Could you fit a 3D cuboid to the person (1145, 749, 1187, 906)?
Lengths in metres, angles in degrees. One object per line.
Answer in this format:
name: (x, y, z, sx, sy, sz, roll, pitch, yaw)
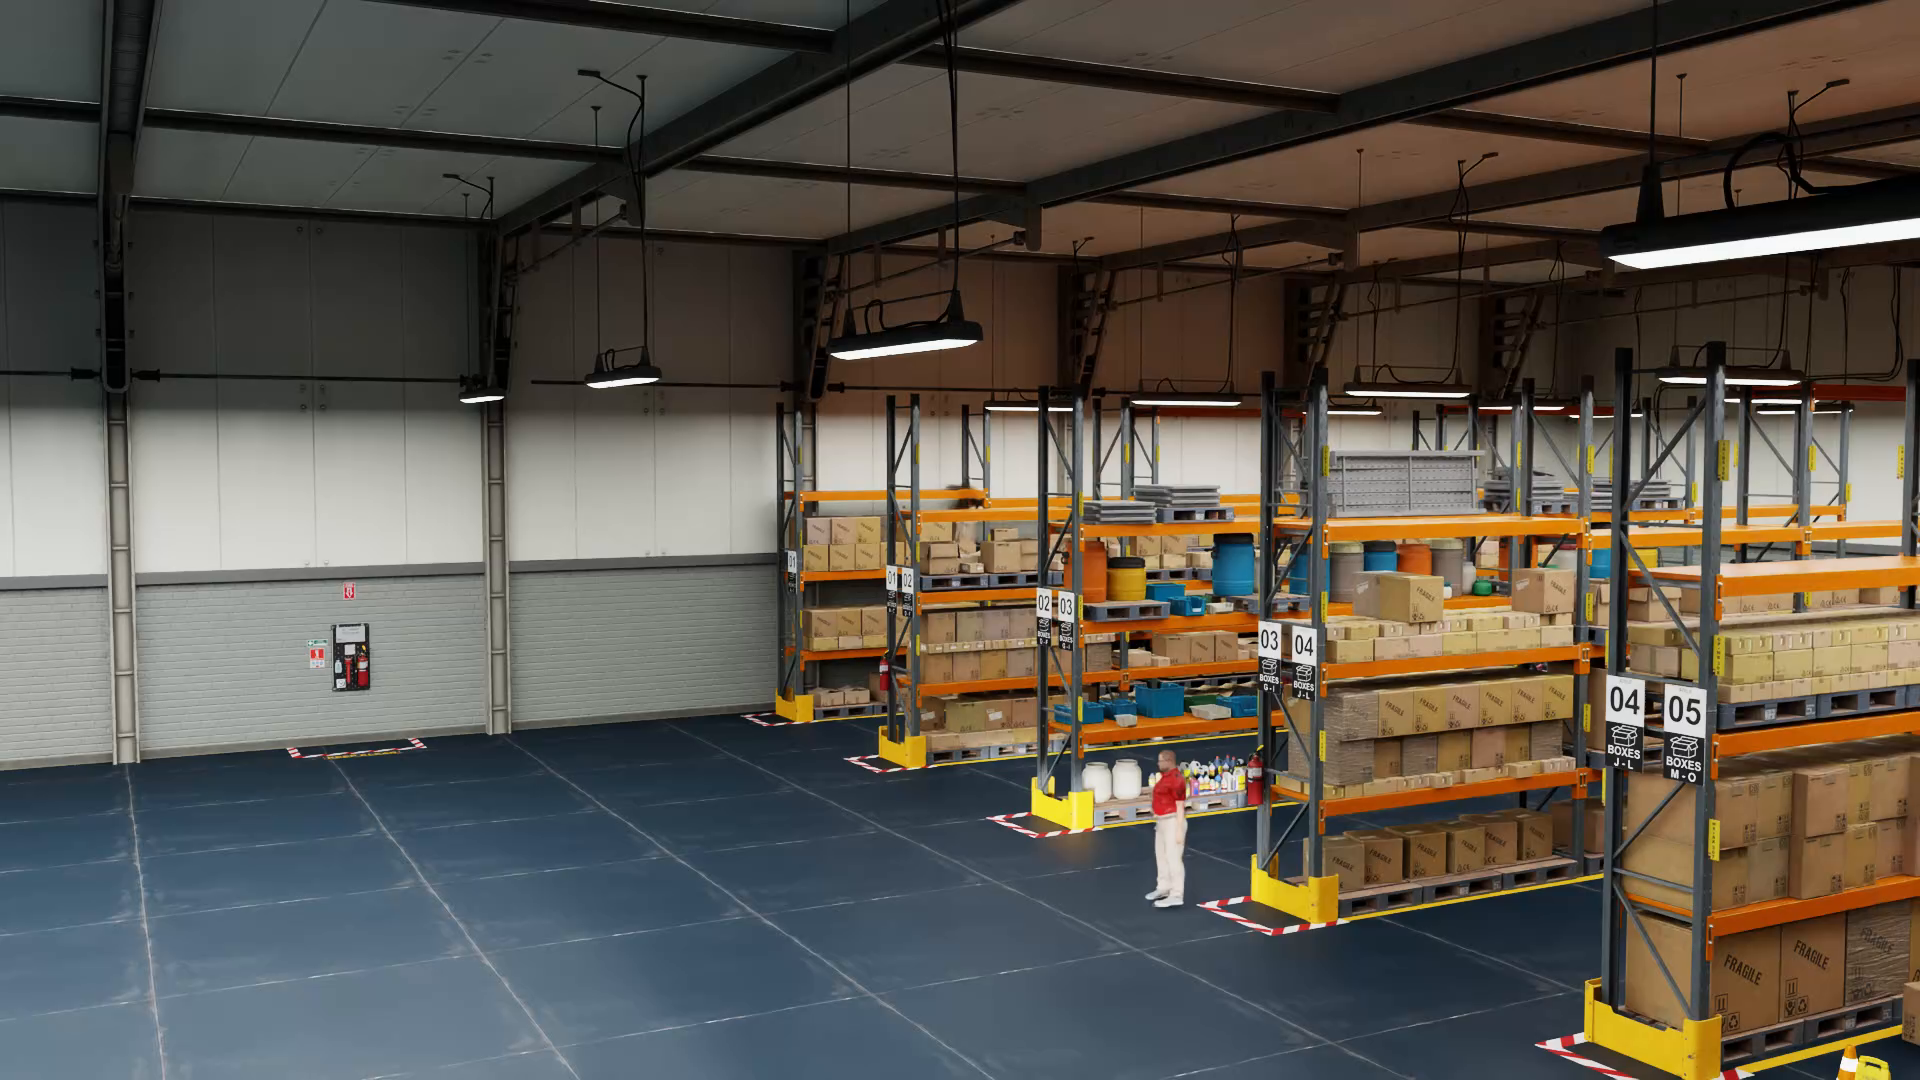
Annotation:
person: (2.333, 3.232, 18.803, 0.421, 1.734, 0.574, -1, 3, -13)
